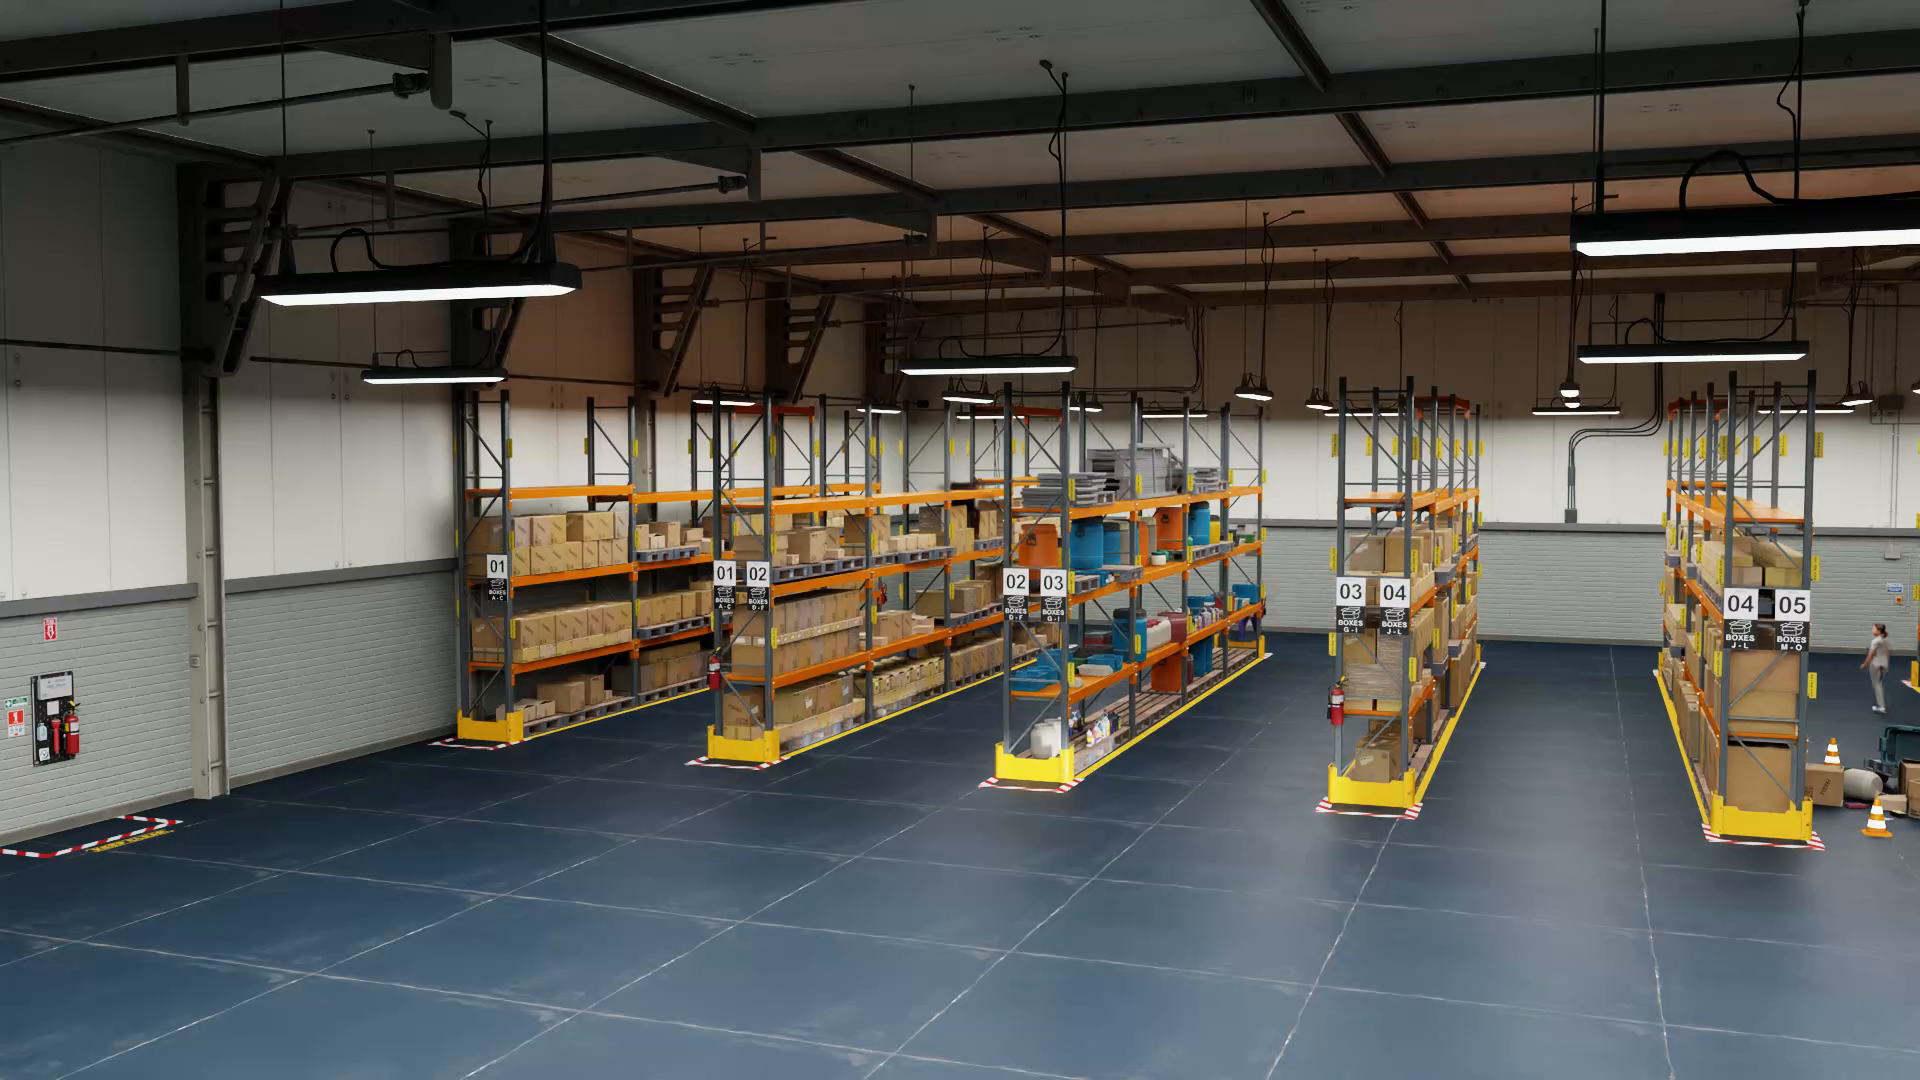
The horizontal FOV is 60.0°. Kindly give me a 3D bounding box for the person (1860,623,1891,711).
[{"bbox_3d":[17.423,2.423,31.582,0.513,1.699,0.594,0,3,-1],"label":"person"}]

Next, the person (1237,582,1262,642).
[{"bbox_3d":[7.380,1.876,42.403,0.490,1.588,1.017,2,4,32],"label":"person"}]
